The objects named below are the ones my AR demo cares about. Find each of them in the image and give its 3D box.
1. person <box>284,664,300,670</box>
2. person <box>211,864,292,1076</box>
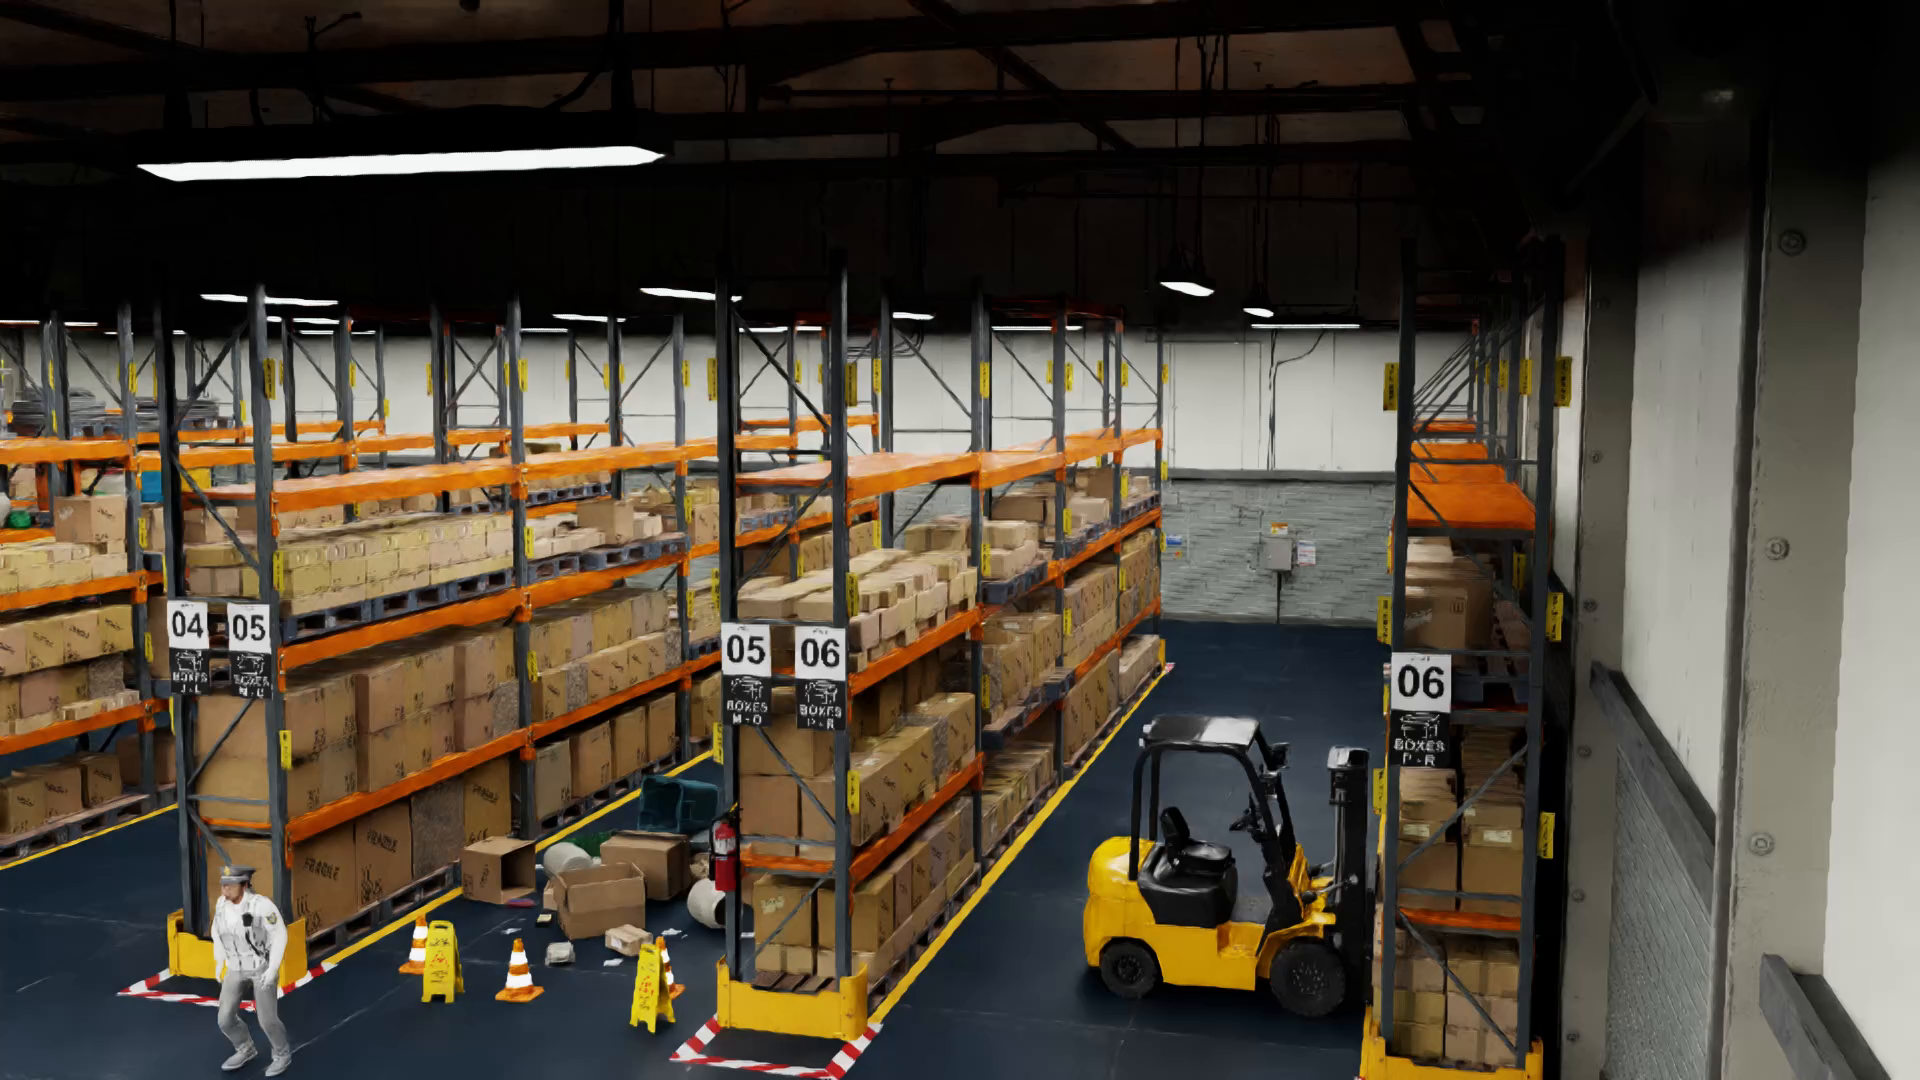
[{"bbox_3d":[-7.971,2.184,20.046,0.676,1.719,0.842,0,6,-1],"label":"person"},{"bbox_3d":[-5.145,3.094,12.053,0.637,1.628,0.512,1,6,13],"label":"person"}]
